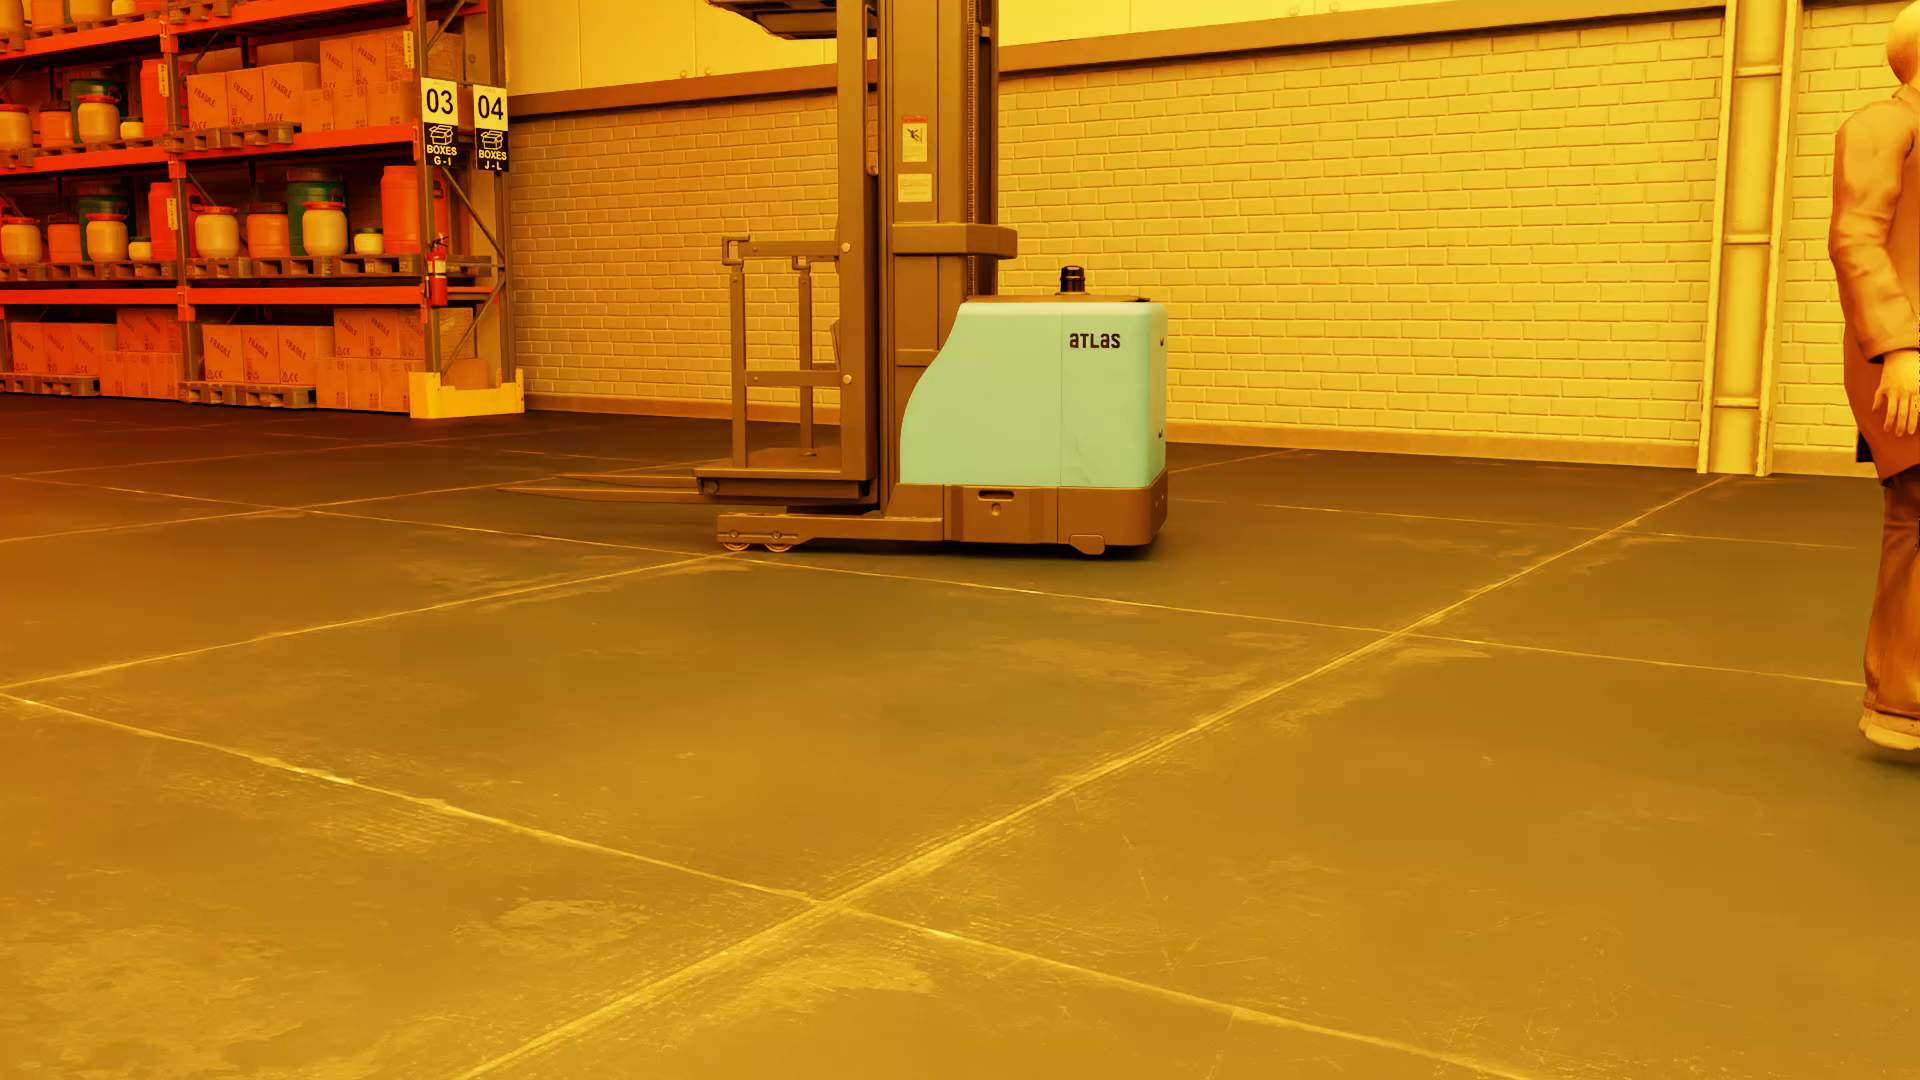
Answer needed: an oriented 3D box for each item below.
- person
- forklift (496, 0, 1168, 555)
[{"bbox_3d":[2.362,-0.375,3.908,0.690,1.785,0.554,-8,11,-44],"label":"person"},{"bbox_3d":[-0.596,-1.469,7.520,3.031,2.935,1.130,2,8,12],"label":"forklift"}]
